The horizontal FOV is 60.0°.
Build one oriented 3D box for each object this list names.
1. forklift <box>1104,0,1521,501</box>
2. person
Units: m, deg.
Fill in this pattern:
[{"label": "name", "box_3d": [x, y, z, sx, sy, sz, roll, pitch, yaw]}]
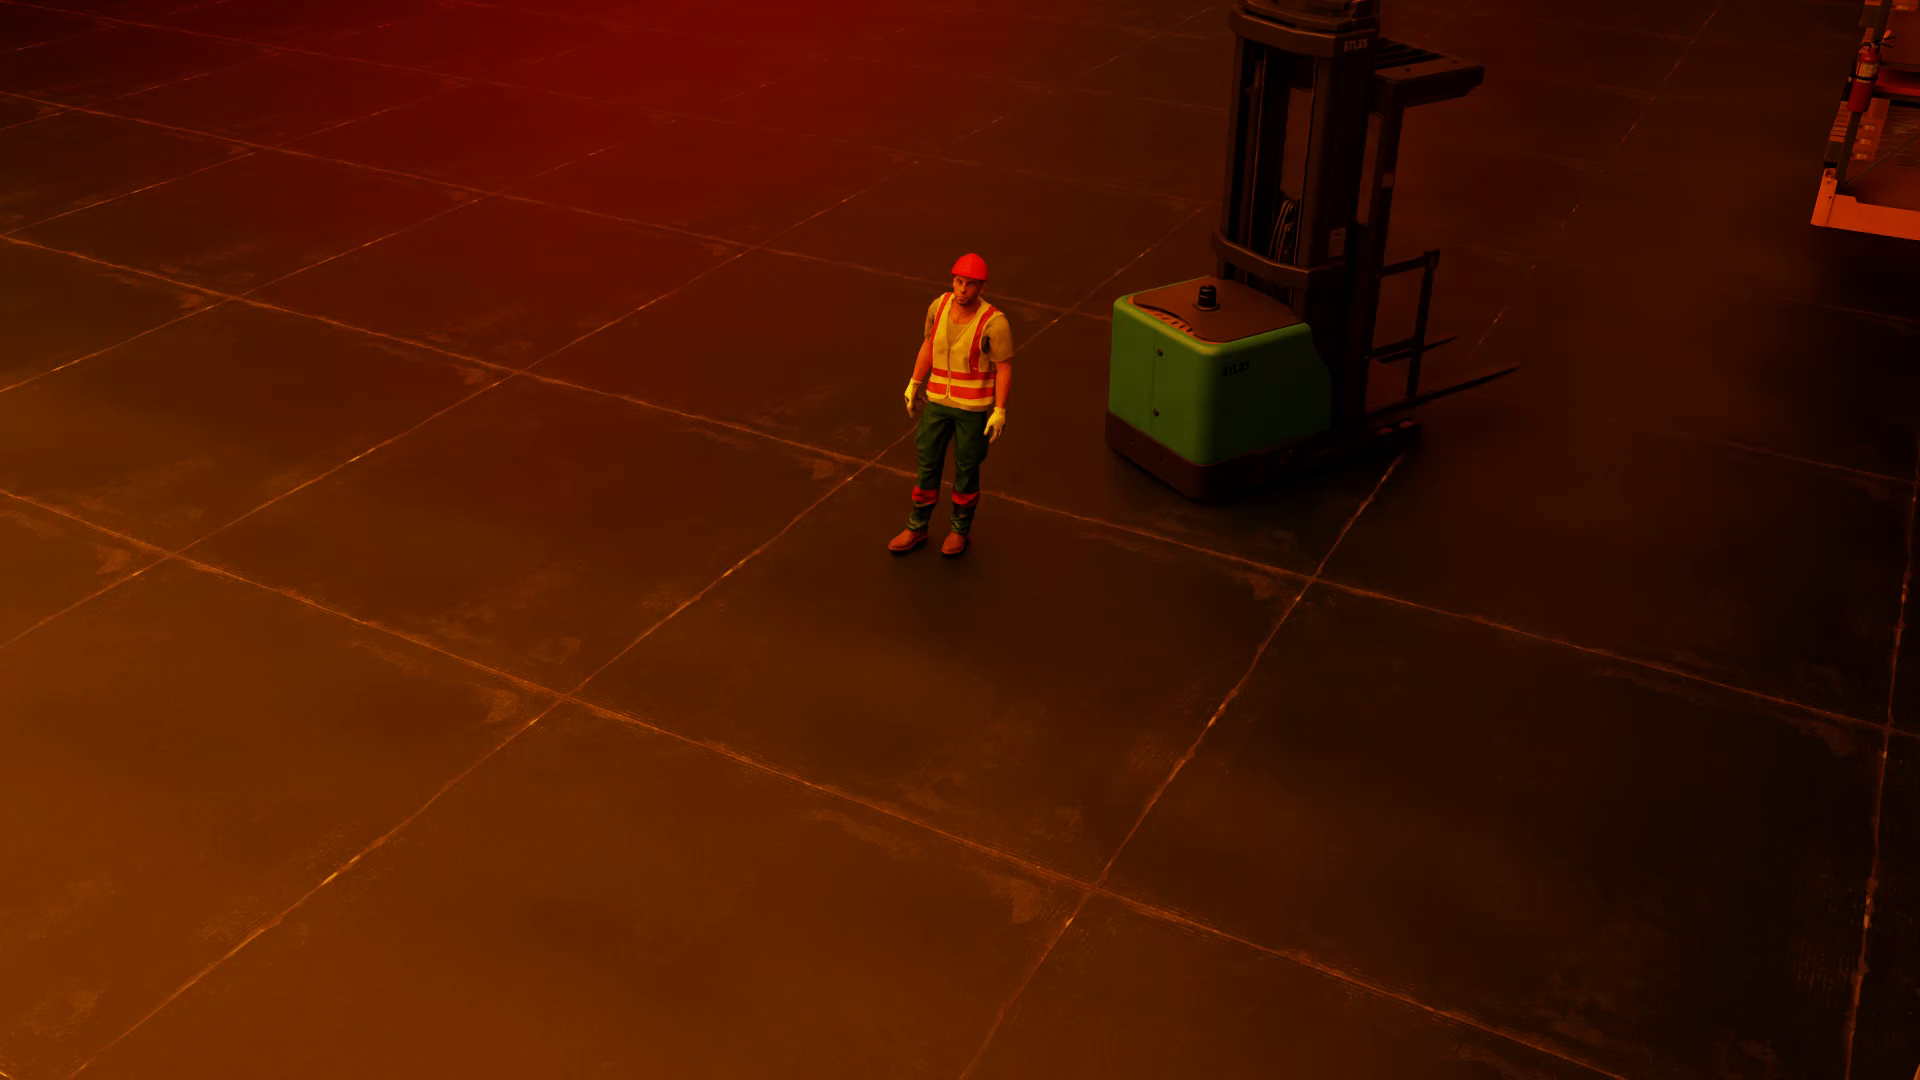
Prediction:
[{"label": "forklift", "box_3d": [2.480, -2.053, 10.627, 3.031, 2.935, 1.130, -17, 34, -27]}, {"label": "person", "box_3d": [-0.050, -0.749, 9.496, 0.637, 1.790, 0.562, 15, 33, 25]}]
